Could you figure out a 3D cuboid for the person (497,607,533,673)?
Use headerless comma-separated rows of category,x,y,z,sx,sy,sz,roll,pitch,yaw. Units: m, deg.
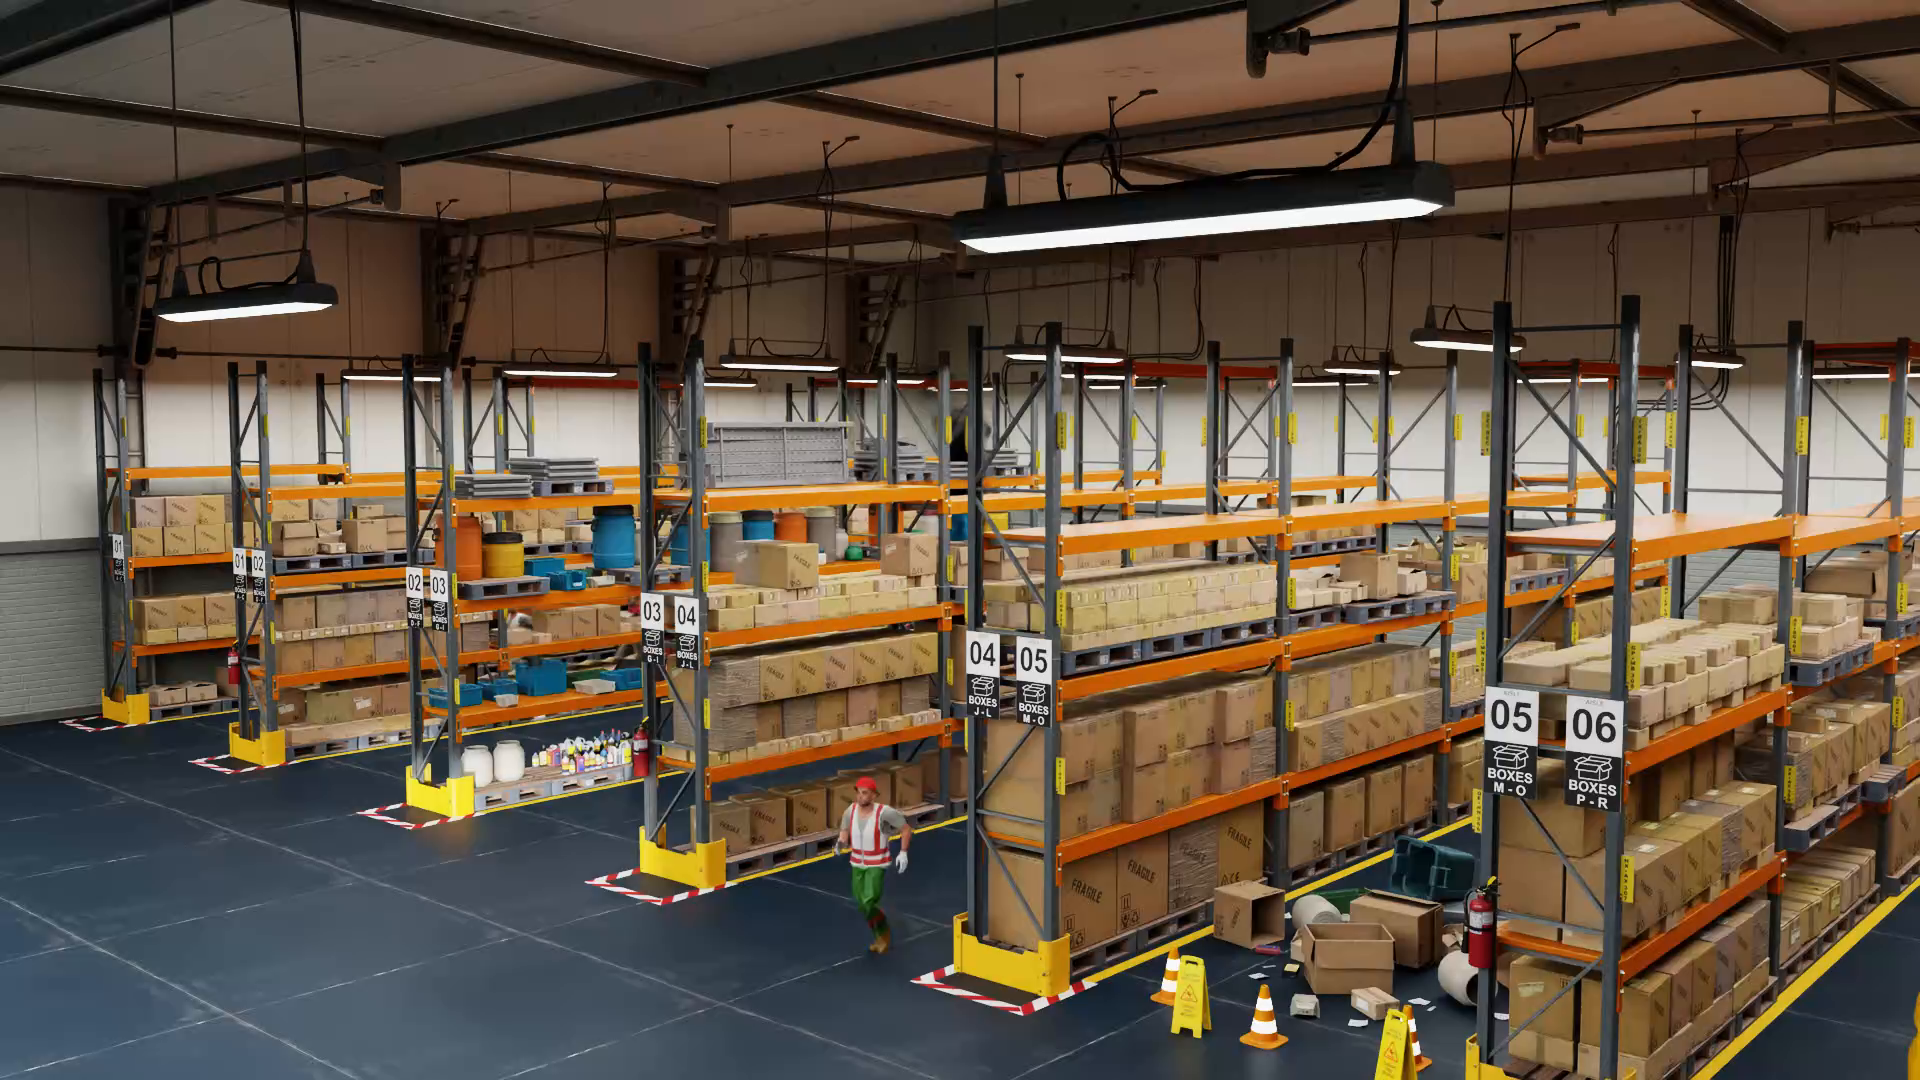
person,-8.242,2.005,30.863,0.633,1.848,0.793,3,5,36

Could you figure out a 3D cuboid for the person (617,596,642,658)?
person,-6.324,1.941,32.231,0.638,1.801,0.785,3,5,34

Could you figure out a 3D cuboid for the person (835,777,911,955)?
person,-0.869,3.117,15.890,0.675,1.734,0.717,2,5,28
